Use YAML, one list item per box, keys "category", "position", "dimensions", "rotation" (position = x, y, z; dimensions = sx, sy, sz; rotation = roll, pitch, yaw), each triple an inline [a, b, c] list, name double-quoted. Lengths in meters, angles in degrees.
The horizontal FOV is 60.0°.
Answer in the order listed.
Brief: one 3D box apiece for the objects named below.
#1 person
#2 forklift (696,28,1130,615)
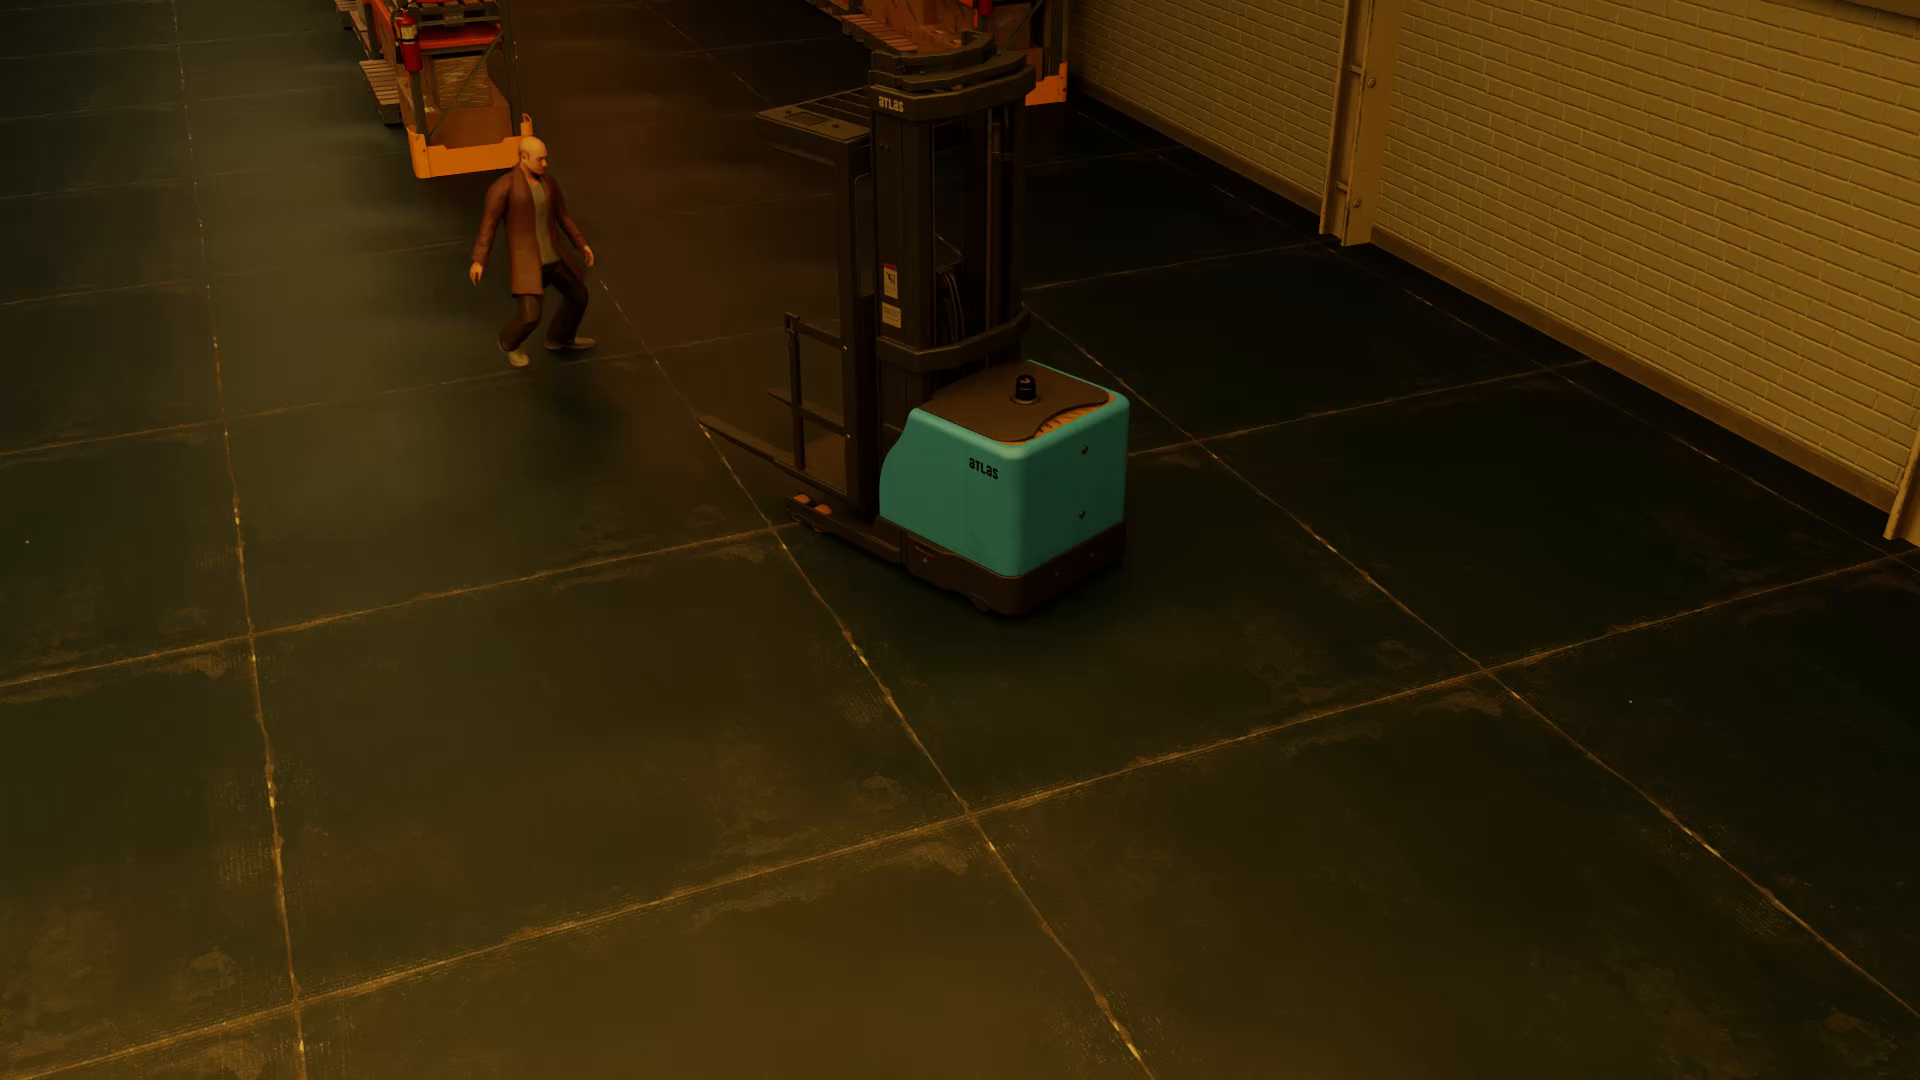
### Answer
- category: "person"
  position: [-3.075, -2.046, 11.967]
  dimensions: [0.573, 1.684, 0.942]
  rotation: [24, 37, 35]
- category: "forklift"
  position: [-0.436, -1.483, 9.714]
  dimensions: [3.031, 2.935, 1.130]
  rotation: [26, 39, 37]
